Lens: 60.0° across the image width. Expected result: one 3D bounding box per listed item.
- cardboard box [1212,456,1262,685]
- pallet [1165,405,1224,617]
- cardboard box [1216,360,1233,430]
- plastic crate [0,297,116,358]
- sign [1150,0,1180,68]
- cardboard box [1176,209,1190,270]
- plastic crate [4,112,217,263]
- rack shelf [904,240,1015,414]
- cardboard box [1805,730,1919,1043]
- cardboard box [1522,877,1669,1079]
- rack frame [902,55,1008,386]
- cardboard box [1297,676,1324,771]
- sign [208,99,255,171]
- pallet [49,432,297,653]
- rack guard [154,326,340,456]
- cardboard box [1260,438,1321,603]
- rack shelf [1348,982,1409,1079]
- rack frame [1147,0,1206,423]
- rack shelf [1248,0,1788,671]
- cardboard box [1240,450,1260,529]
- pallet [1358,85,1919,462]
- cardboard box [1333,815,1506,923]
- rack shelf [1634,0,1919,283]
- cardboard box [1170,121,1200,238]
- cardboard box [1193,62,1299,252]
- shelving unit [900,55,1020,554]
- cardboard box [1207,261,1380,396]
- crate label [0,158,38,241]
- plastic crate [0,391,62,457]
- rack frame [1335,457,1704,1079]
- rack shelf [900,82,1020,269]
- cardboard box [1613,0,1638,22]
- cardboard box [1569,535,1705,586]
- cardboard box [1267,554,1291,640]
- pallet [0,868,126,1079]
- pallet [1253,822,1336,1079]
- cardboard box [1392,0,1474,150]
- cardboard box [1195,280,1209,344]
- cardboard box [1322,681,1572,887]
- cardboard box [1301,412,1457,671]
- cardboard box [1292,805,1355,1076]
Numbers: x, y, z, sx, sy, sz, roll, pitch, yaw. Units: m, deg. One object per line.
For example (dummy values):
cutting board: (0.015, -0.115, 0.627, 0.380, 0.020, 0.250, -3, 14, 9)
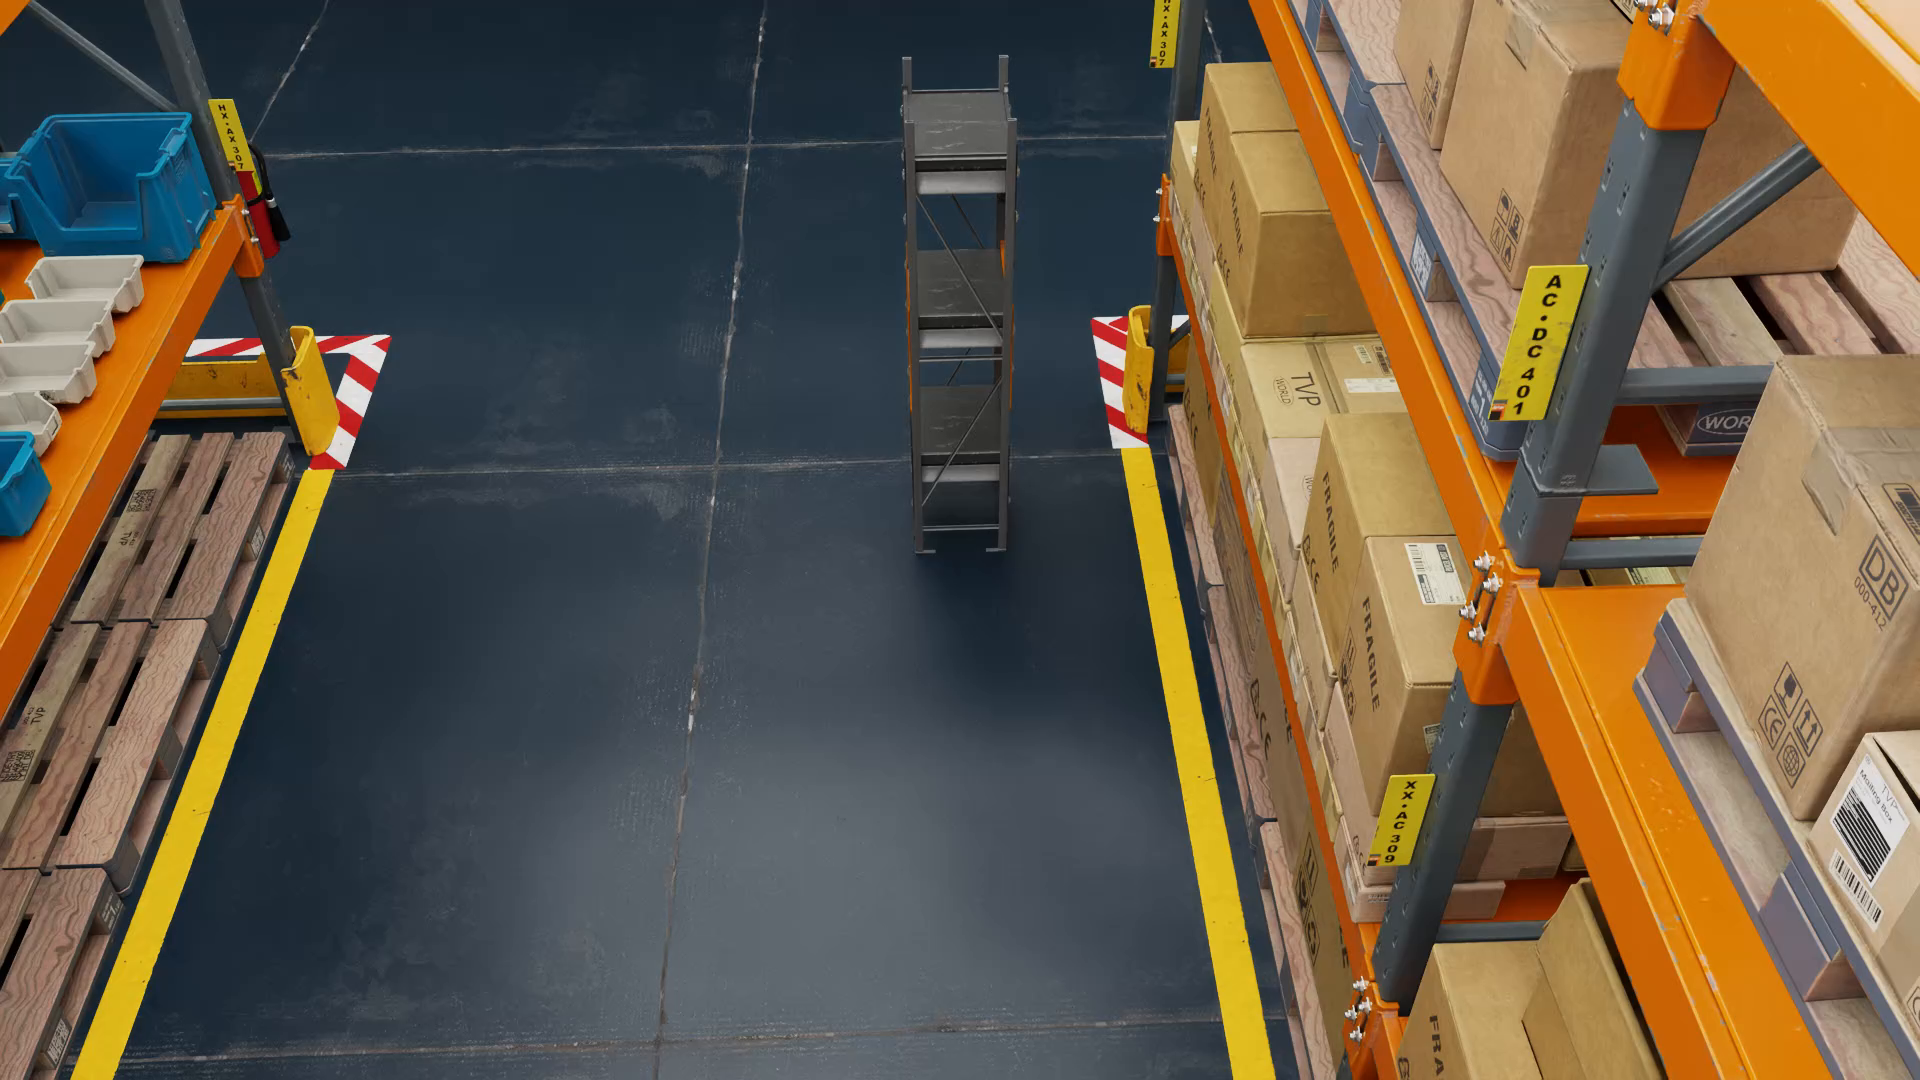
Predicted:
cardboard box: (1.531, -0.056, 6.503, 0.875, 0.875, 0.875, -2, 43, -2)
pallet: (1.497, -0.163, 7.422, 1.003, 0.211, 1.213, -2, 43, -2)
cardboard box: (1.128, -0.519, 5.932, 0.380, 0.149, 0.250, -2, 43, -2)
plastic crate: (-3.350, -0.770, 6.171, 0.396, 0.136, 0.243, -2, 43, -2)
sign: (0.831, -2.065, 6.734, 0.100, 0.325, 0.005, -2, 43, -2)
cardboard box: (1.083, -1.214, 6.690, 0.380, 0.149, 0.250, -2, 43, -2)
plastic crate: (-3.362, -1.401, 6.638, 0.616, 0.435, 0.499, -2, 43, -2)
rack shelf: (-0.007, -0.876, 6.821, 0.431, 0.518, 0.480, -2, 43, -2)
cardboard box: (1.512, 0.487, 2.184, 0.500, 0.311, 0.500, -3, 43, -3)
cardboard box: (1.591, 0.996, 3.277, 0.797, 0.503, 0.637, -3, 43, -3)
rack frame: (-0.017, -1.051, 6.992, 0.400, 2.100, 0.015, -2, 43, -2)
cardboard box: (1.193, 0.521, 4.798, 0.380, 0.149, 0.250, -2, 43, -3)
sign: (-3.014, -1.674, 6.885, 0.100, 0.325, 0.005, -2, 43, -2)
pallet: (-3.567, -0.001, 7.245, 1.003, 0.211, 1.213, -2, 43, -2)
rack guard: (-3.577, -0.681, 7.773, 1.175, 0.500, 0.348, -2, 43, -2)
cardboard box: (1.228, -0.067, 5.144, 0.500, 0.250, 0.500, -1, 43, -1)
rack shelf: (1.640, 2.587, 2.890, 1.077, 0.370, 4.000, -2, 43, -2)
rack frame: (1.385, -1.729, 7.066, 1.000, 3.000, 0.127, -2, 43, -2)
rack shelf: (1.470, -1.219, 4.822, 1.077, 0.370, 4.000, -2, 43, -2)
cardboard box: (1.150, -0.172, 5.553, 0.380, 0.149, 0.250, -1, 43, -1)
pallet: (1.531, -0.654, 3.739, 1.003, 0.211, 1.213, -2, 43, -2)
cardboard box: (1.215, 0.868, 4.419, 0.380, 0.149, 0.250, -1, 43, -2)
rack shelf: (1.640, 0.523, 0.998, 1.077, 0.370, 4.000, -2, 43, -2)
cardboard box: (1.136, -1.451, 6.654, 0.500, 0.250, 0.500, -3, 43, -3)
cardboard box: (1.157, -1.390, 6.033, 0.500, 0.500, 0.500, -3, 43, -3)
shelving unit: (-0.007, -0.886, 6.812, 0.431, 2.100, 0.503, -2, 43, -2)
cardboard box: (1.182, -0.761, 5.901, 0.500, 0.250, 0.500, -3, 43, -3)
crate label: (-3.882, -1.371, 6.755, 0.416, 0.233, 0.303, -2, 43, -2)
plastic crate: (-3.282, -0.384, 5.749, 0.298, 0.136, 0.250, -2, 43, -2)
rack frame: (1.555, 0.971, 4.120, 1.000, 3.000, 0.127, -2, 43, -2)
rack shelf: (-0.007, -1.392, 6.348, 0.431, 0.518, 0.480, -2, 43, -2)
cardboard box: (1.522, -1.274, 3.336, 0.500, 0.250, 0.500, -4, 43, -5)
cardboard box: (1.790, 0.310, 4.177, 0.500, 0.500, 0.500, -2, 43, -2)
cardboard box: (1.171, 0.173, 5.177, 0.380, 0.149, 0.250, -1, 43, -1)
pallet: (-3.463, 1.646, 5.447, 1.003, 0.211, 1.213, -2, 43, -2)
pallet: (1.601, 1.484, 5.625, 1.003, 0.211, 1.213, -2, 43, -2)
cardboard box: (1.444, -1.253, 3.868, 0.700, 0.500, 0.500, 0, 43, 0)
cardboard box: (1.106, -0.865, 6.310, 0.380, 0.149, 0.250, -2, 43, -2)
cardboard box: (1.274, 0.627, 4.387, 0.500, 0.250, 0.500, -2, 43, -3)
cardboard box: (1.251, 0.000, 4.516, 0.500, 0.500, 0.500, -1, 43, -1)
cardboard box: (1.607, 1.152, 5.185, 0.875, 0.875, 0.875, -2, 43, -2)
